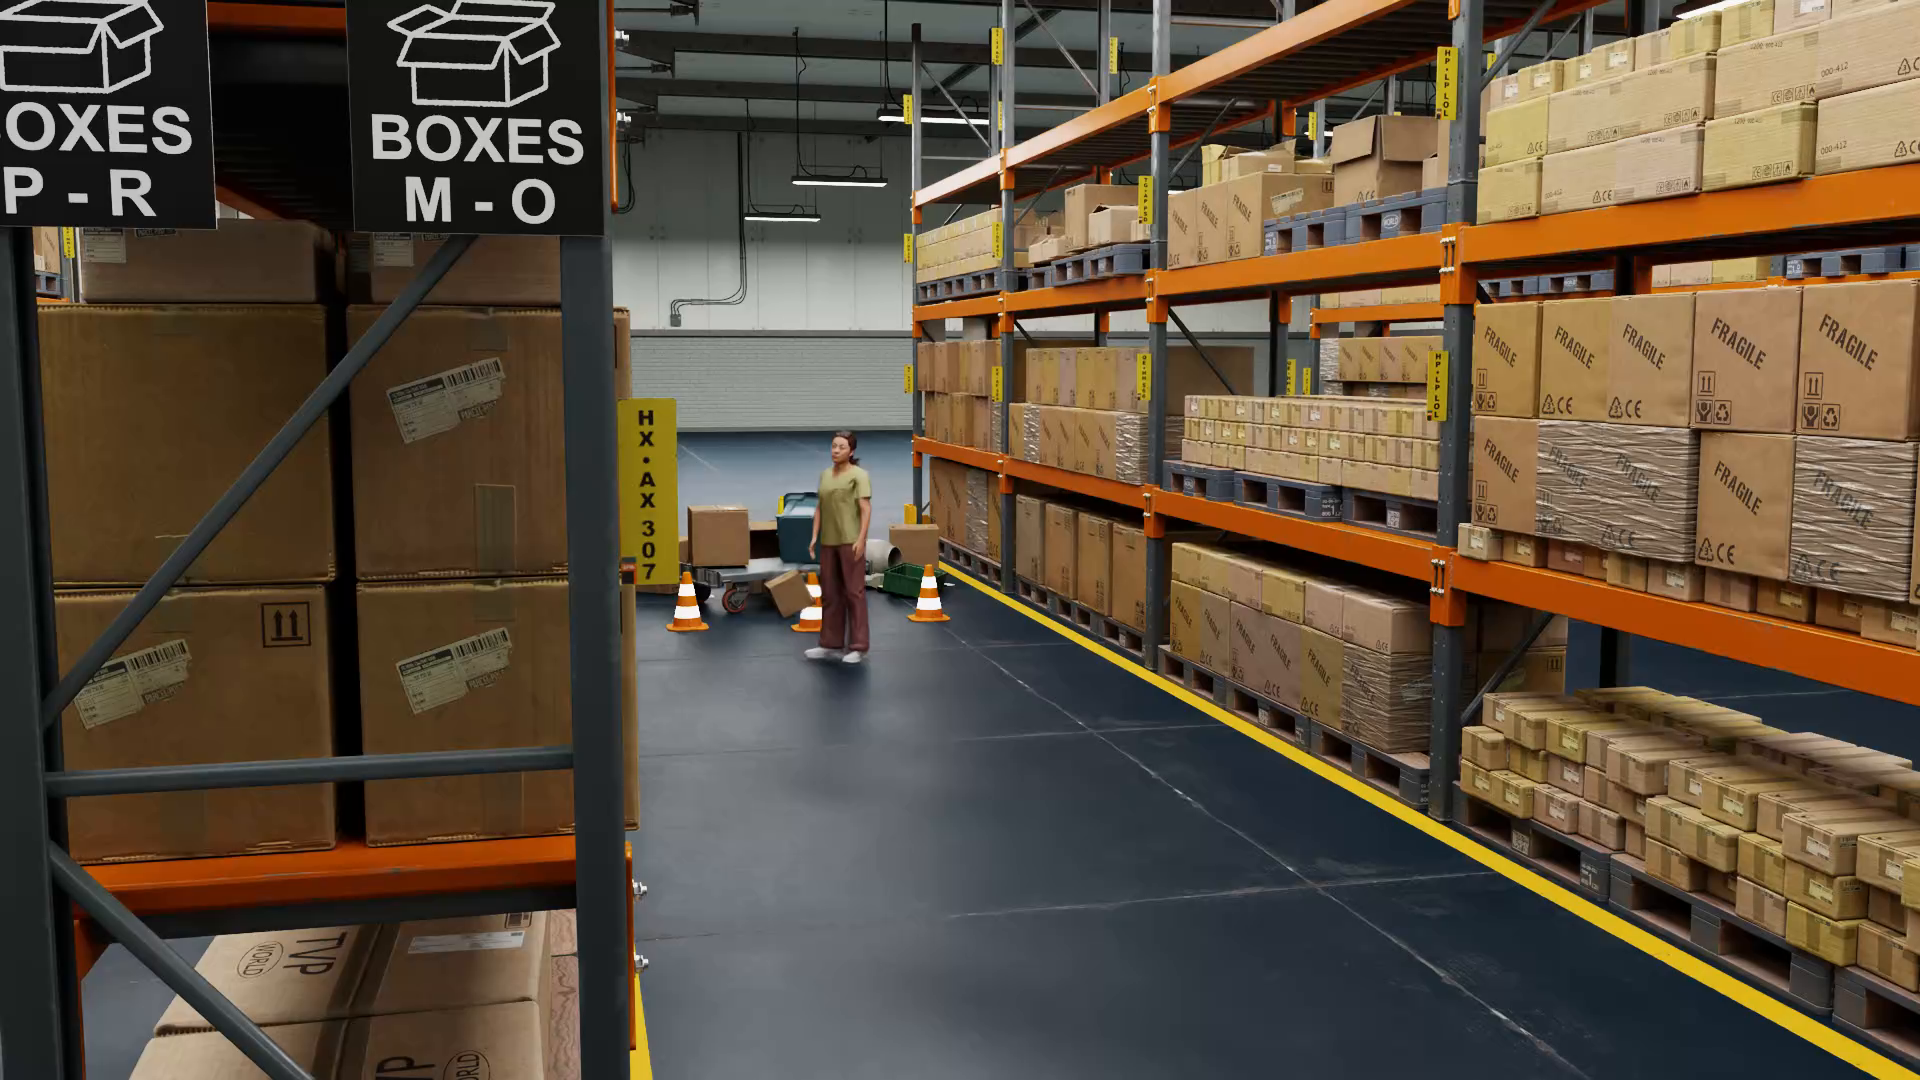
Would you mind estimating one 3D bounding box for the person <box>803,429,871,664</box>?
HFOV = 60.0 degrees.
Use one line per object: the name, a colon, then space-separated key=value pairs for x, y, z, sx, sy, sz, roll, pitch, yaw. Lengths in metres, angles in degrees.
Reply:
person: x=-0.877 y=0.041 z=12.066 sx=0.544 sy=1.683 sz=0.397 roll=4 pitch=7 yaw=34
